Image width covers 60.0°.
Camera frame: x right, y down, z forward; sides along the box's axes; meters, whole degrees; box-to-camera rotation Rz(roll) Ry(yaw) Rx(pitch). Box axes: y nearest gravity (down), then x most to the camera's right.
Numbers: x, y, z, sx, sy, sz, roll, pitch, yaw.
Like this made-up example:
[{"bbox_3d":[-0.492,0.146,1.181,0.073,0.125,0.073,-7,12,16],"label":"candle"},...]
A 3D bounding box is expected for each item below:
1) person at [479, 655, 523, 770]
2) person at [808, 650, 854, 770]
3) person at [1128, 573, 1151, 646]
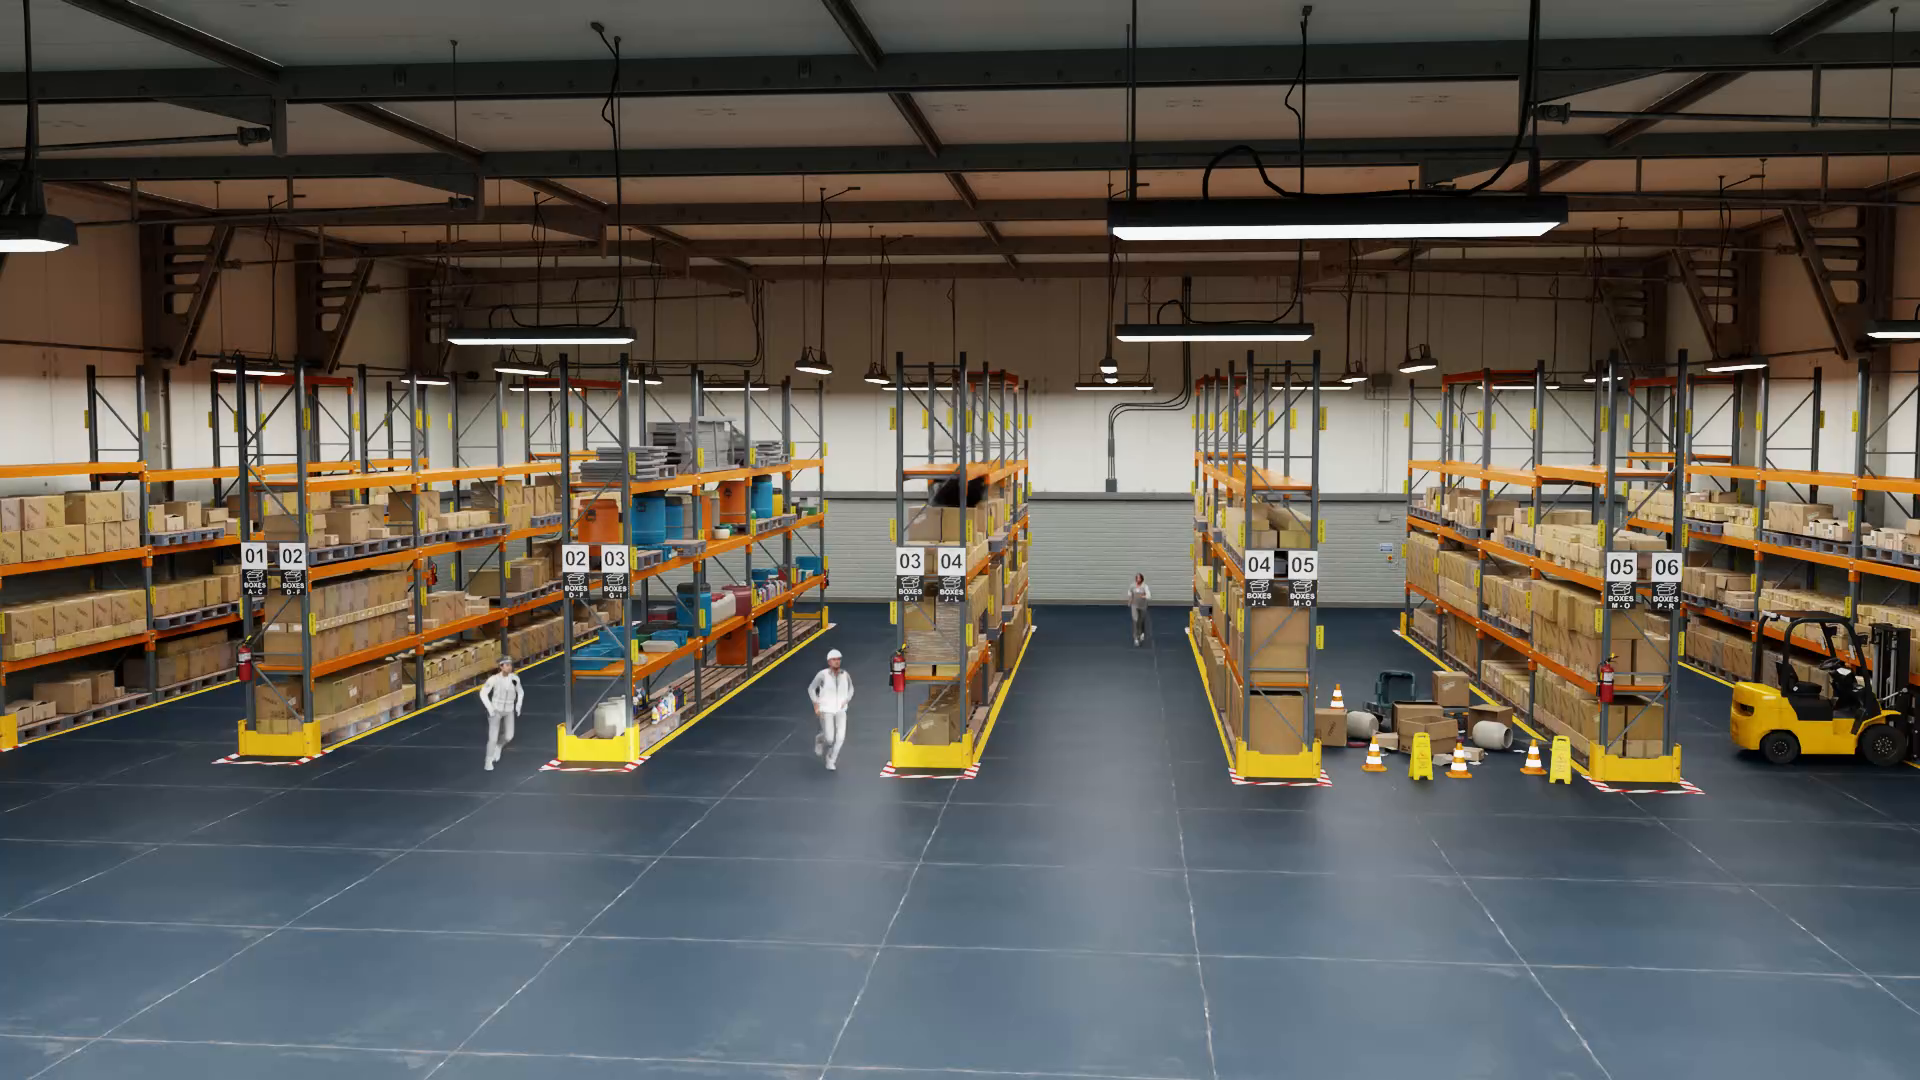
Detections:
[{"bbox_3d":[-6.603,2.487,24.077,0.669,1.640,0.489,-2,5,-30],"label":"person"},{"bbox_3d":[-1.851,2.444,24.098,0.665,1.716,0.569,-2,5,-26],"label":"person"},{"bbox_3d":[4.016,1.537,37.259,0.529,1.581,0.885,1,4,12],"label":"person"}]
